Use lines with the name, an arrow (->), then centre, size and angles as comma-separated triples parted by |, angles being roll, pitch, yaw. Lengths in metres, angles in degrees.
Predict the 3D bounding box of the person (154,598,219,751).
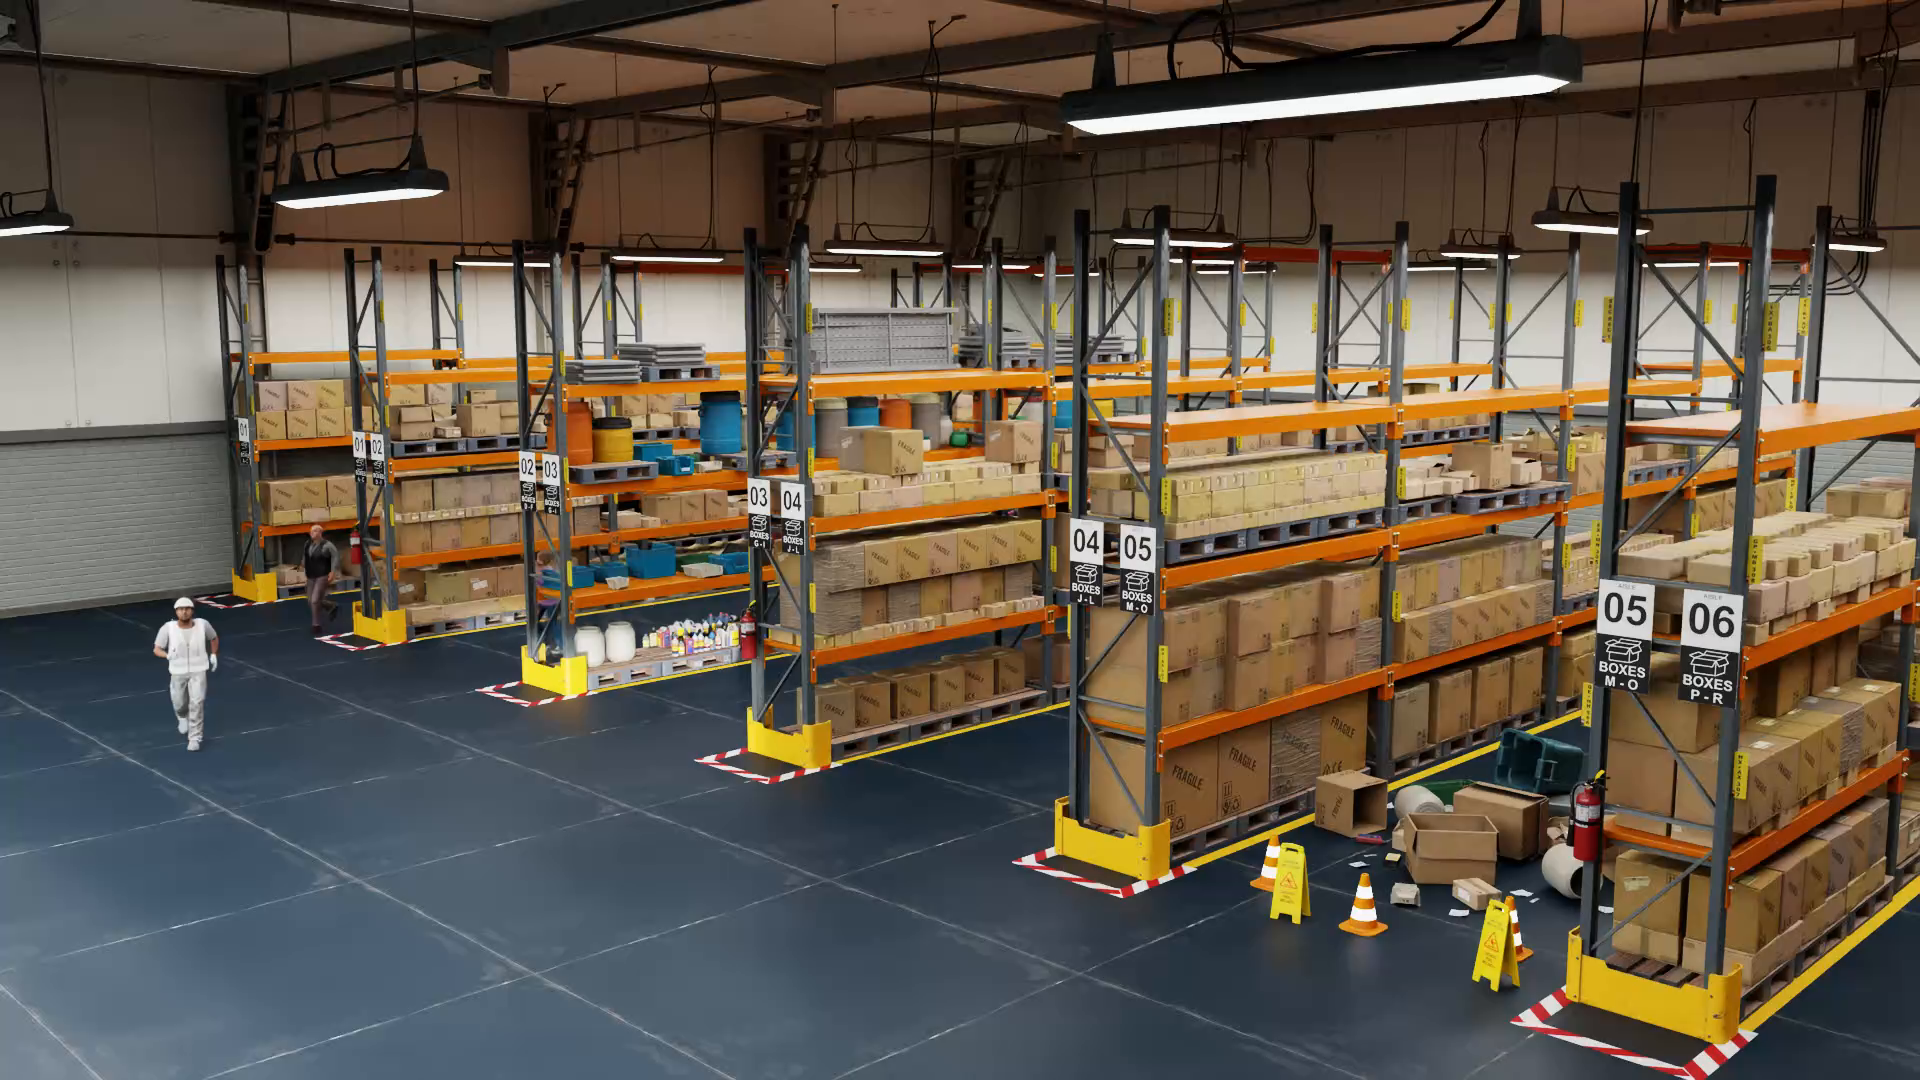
person -> -9.041, 1.536, 19.478 | 0.699, 1.759, 0.847 | -4, 9, -25

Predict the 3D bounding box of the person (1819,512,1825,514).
person -> 13.977, 0.464, 27.065 | 0.817, 1.857, 0.708 | 8, 11, 44

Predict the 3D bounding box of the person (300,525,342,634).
person -> -10.163, 0.604, 26.434 | 0.698, 1.711, 0.730 | 4, 9, 23

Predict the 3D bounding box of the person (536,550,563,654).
person -> -6.038, 1.002, 24.297 | 0.507, 1.532, 0.684 | 6, 10, 35
